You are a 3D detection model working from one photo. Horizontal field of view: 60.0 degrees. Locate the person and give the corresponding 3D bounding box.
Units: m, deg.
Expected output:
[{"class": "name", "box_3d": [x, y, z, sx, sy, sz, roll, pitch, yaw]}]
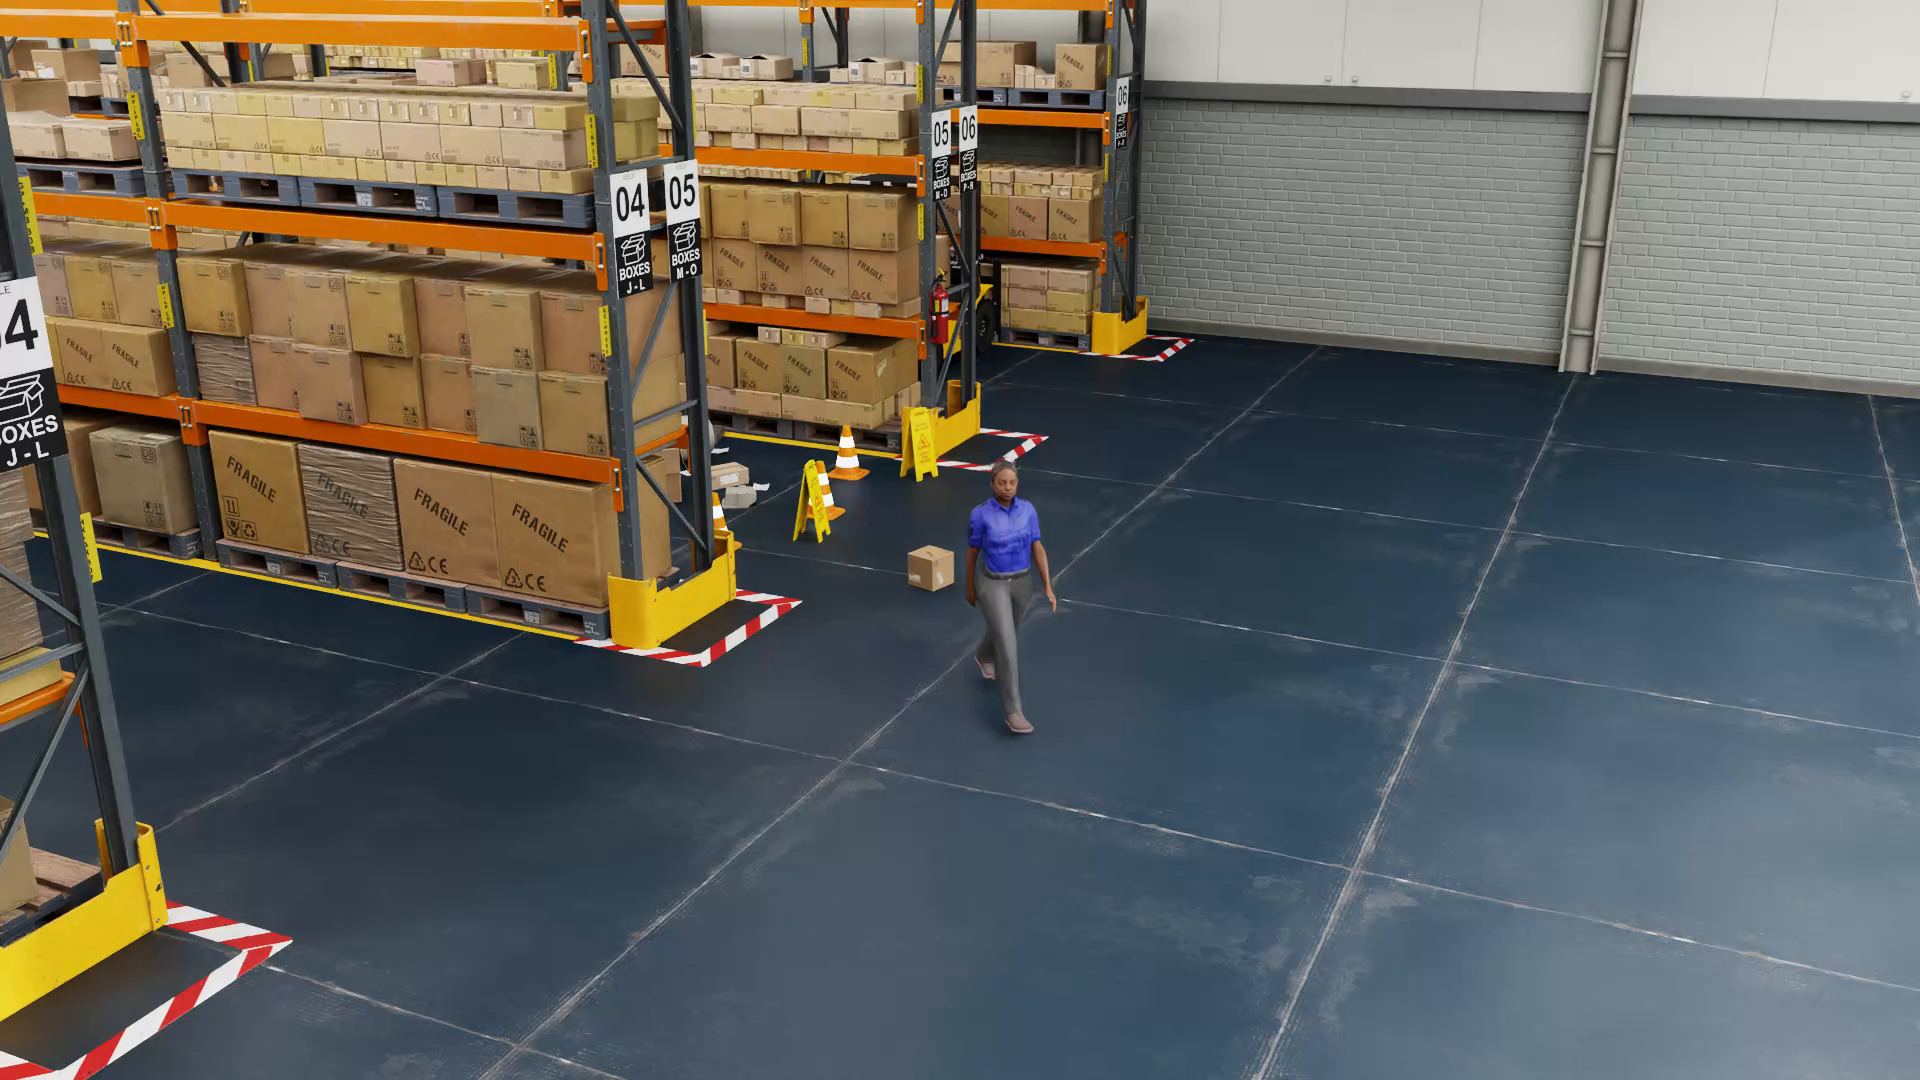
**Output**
[{"class": "person", "box_3d": [0.286, 0.279, 10.268, 0.447, 1.595, 1.036, -10, 21, -26]}]
